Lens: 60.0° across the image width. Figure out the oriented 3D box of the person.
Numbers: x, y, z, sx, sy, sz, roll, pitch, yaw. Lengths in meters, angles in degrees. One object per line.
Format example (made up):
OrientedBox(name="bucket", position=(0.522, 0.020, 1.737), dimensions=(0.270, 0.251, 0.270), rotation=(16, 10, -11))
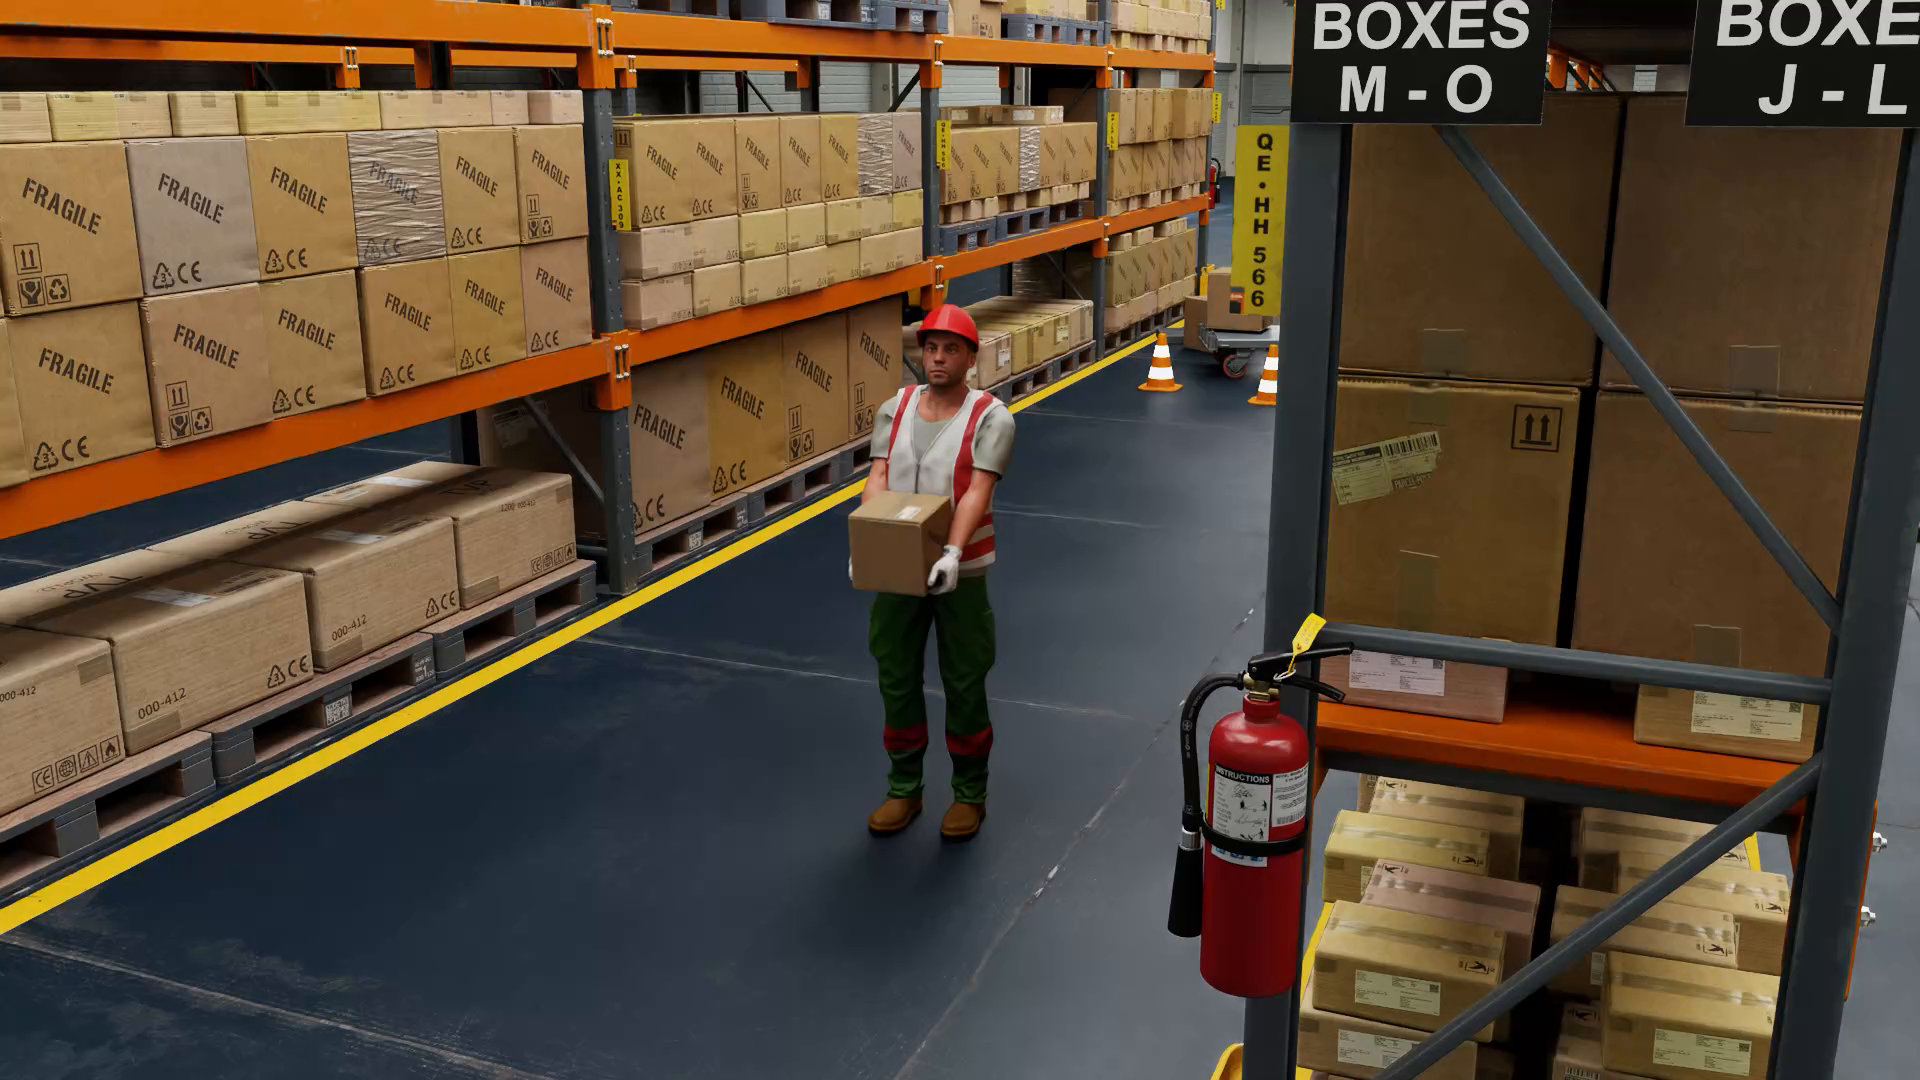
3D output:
OrientedBox(name="person", position=(-0.106, 0.130, 5.513), dimensions=(0.494, 1.782, 0.564), rotation=(6, 16, 21))
